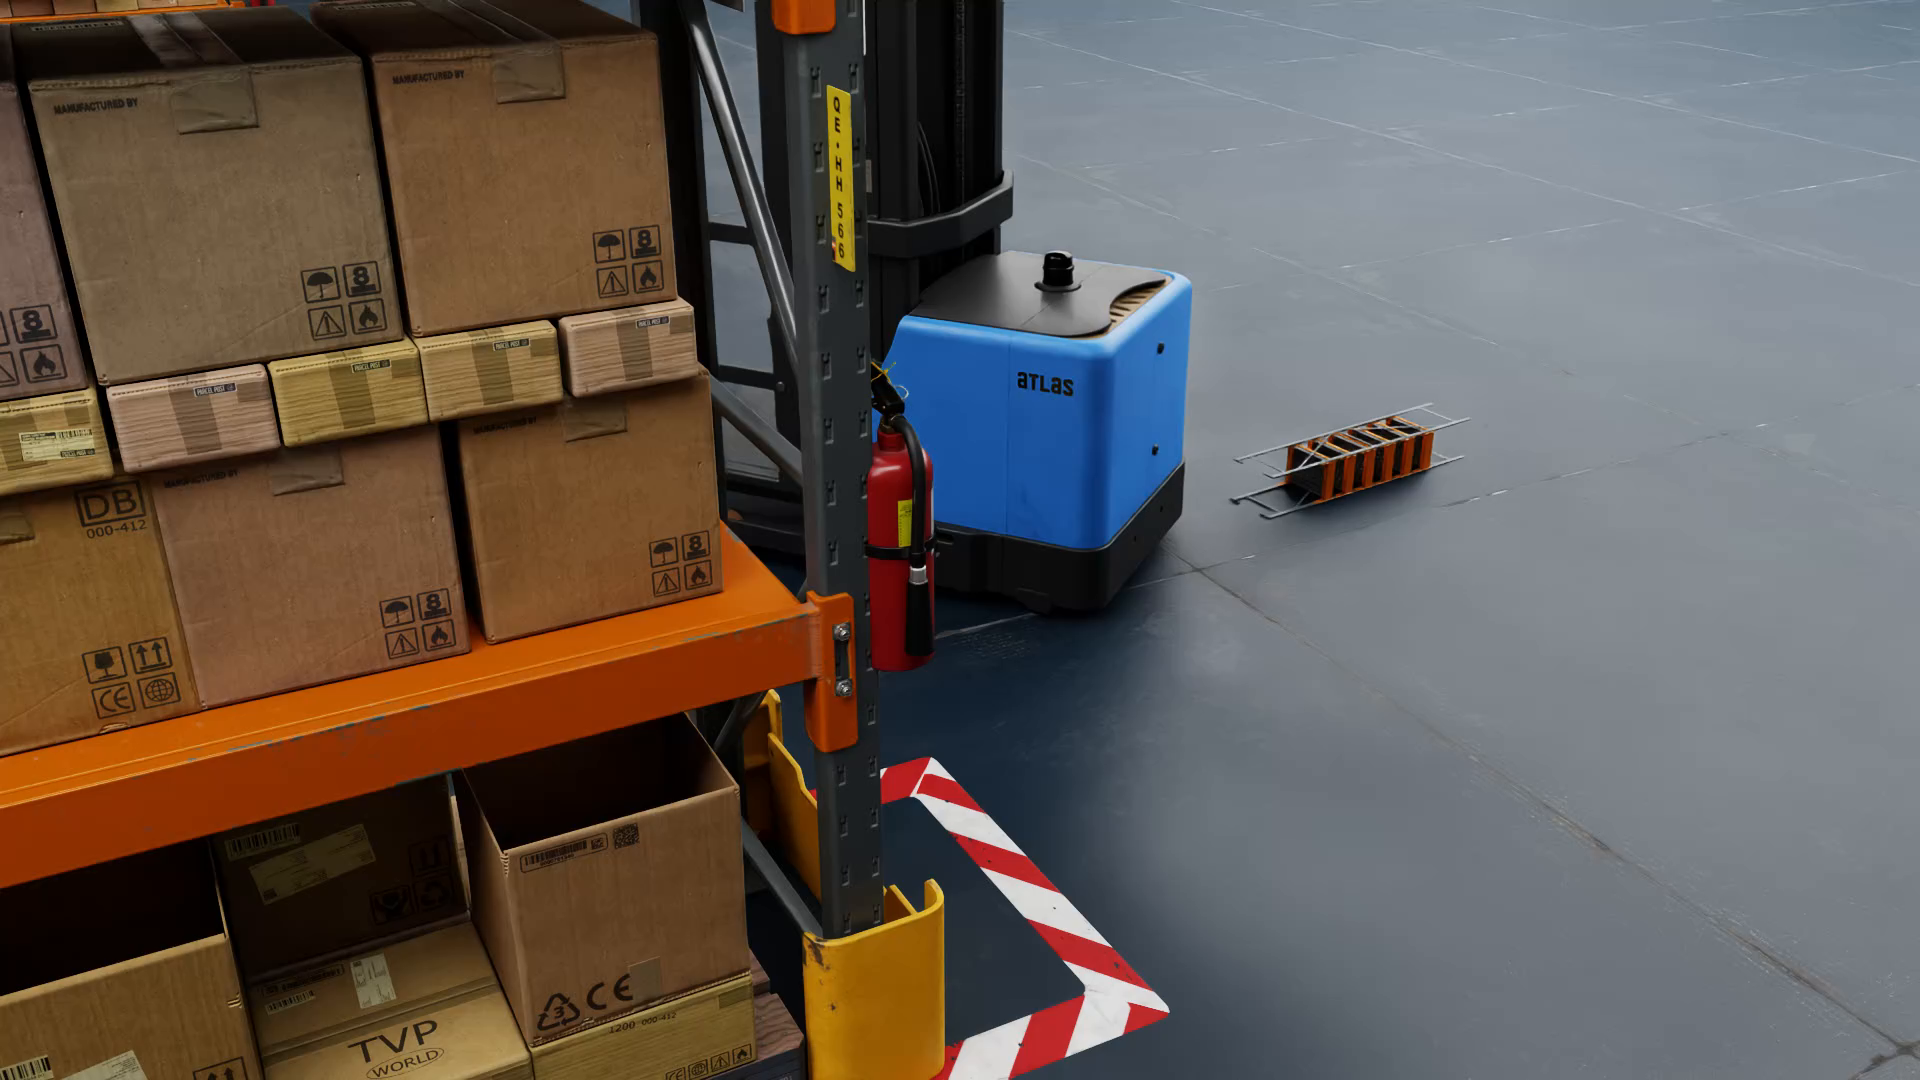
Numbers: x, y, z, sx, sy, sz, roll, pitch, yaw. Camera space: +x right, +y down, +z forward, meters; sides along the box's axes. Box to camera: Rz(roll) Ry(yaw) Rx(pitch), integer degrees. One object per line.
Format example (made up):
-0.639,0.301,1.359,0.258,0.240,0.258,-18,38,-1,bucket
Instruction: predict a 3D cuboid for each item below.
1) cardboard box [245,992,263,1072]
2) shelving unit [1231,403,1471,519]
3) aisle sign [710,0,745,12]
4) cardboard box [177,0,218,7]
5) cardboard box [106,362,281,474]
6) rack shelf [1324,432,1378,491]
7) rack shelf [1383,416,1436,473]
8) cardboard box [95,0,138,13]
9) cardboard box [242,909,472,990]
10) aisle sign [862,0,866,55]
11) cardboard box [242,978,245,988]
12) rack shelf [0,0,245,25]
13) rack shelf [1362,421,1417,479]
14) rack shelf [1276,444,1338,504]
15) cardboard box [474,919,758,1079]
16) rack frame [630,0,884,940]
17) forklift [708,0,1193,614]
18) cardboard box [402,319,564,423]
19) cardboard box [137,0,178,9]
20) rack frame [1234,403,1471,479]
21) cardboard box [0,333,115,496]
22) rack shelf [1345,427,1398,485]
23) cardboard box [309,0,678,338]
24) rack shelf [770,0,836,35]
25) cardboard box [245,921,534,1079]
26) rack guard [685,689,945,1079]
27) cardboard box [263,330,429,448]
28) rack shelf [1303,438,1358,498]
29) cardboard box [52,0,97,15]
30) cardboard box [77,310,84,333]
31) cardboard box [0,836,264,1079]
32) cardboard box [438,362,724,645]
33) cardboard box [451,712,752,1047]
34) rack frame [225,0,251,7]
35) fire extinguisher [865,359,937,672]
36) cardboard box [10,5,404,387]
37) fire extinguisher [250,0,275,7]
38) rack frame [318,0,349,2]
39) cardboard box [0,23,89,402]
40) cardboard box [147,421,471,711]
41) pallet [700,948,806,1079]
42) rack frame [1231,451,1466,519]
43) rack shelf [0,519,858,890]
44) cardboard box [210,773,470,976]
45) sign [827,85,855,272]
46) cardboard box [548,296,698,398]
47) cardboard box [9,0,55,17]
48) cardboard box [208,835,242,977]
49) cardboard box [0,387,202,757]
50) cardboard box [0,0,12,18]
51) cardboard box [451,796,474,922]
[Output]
-1.672,1.239,3.395,0.500,0.250,0.500,-13,29,-25,cardboard box
1.722,-0.358,7.272,1.200,0.189,0.258,-16,30,-30,shelving unit
-0.548,-1.544,3.498,0.004,0.787,0.394,-13,29,-25,aisle sign
-5.275,-3.776,11.440,0.250,0.149,0.380,-13,29,-25,cardboard box
-1.389,-0.273,2.987,0.250,0.149,0.380,-13,28,-24,cardboard box
1.685,-0.347,7.250,0.103,0.180,0.258,-16,30,-30,rack shelf
1.985,-0.434,7.430,0.103,0.180,0.258,-16,30,-30,rack shelf
-5.692,-3.655,11.187,0.250,0.149,0.380,-13,29,-25,cardboard box
-1.480,0.936,4.028,0.500,0.250,0.500,-13,29,-25,cardboard box
-0.266,-1.315,3.020,0.004,0.787,0.394,-13,29,-25,aisle sign
-1.921,1.037,3.816,0.500,0.250,0.500,-13,29,-25,cardboard box
-6.885,-3.295,10.978,4.000,0.370,1.077,-13,29,-25,rack shelf
1.885,-0.405,7.370,0.103,0.180,0.258,-16,30,-30,rack shelf
1.485,-0.290,7.130,0.103,0.180,0.258,-16,30,-30,rack shelf
-0.796,1.030,3.831,0.500,0.250,0.500,-13,29,-25,cardboard box
-0.462,-0.242,3.789,0.127,3.000,1.000,-13,29,-25,rack frame
-0.647,-1.469,6.424,3.031,2.935,1.130,12,28,23,forklift
-0.940,-0.375,3.201,0.250,0.149,0.380,-12,28,-24,cardboard box
-5.496,-3.725,11.334,0.250,0.149,0.380,-13,29,-25,cardboard box
1.722,-0.441,7.233,1.200,0.006,0.240,-16,30,-30,rack frame
-1.620,-0.219,2.876,0.250,0.149,0.380,-12,28,-24,cardboard box
1.785,-0.376,7.310,0.103,0.180,0.258,-16,30,-30,rack shelf
-0.927,-0.771,3.276,0.500,0.500,0.700,-13,29,-25,cardboard box
-2.227,-0.863,2.447,4.000,0.370,1.077,-13,29,-25,rack shelf
-1.232,1.136,3.609,0.500,0.250,0.500,-13,29,-25,cardboard box
-0.441,0.880,4.340,0.348,0.500,1.175,-13,29,-25,rack guard
-1.166,-0.323,3.092,0.250,0.149,0.380,-13,29,-26,cardboard box
1.585,-0.319,7.190,0.103,0.180,0.258,-16,30,-30,rack shelf
-5.920,-3.610,11.093,0.250,0.149,0.380,-13,29,-25,cardboard box
-1.820,-0.371,3.192,0.250,0.149,0.380,-14,29,-27,cardboard box
-1.671,0.902,3.231,0.500,0.500,0.500,-13,29,-25,cardboard box
-0.880,-0.197,3.579,0.500,0.500,0.700,-13,29,-25,cardboard box
-0.795,0.693,3.667,0.500,0.500,0.500,-13,29,-25,cardboard box
-5.121,-4.026,11.670,0.127,3.000,1.000,-13,29,-25,rack frame
-0.139,-0.054,3.486,0.183,0.674,0.296,-13,29,-25,fire extinguisher
-1.388,-0.662,3.049,0.500,0.500,0.700,-14,29,-26,cardboard box
-4.803,-3.839,11.369,0.183,0.674,0.296,-13,29,-25,fire extinguisher
-2.790,-2.135,7.730,0.127,3.000,1.000,-13,29,-25,rack frame
-1.833,-0.559,2.834,0.500,0.500,0.700,-13,28,-25,cardboard box
-1.341,-0.088,3.353,0.500,0.500,0.700,-12,28,-24,cardboard box
-1.117,1.187,4.035,1.213,0.211,1.003,-13,29,-25,pallet
1.722,-0.276,7.312,1.200,0.006,0.240,-16,30,-30,rack frame
-2.227,0.489,3.096,4.000,0.370,1.077,-13,29,-25,rack shelf
-1.480,0.597,3.867,0.500,0.500,0.500,-13,29,-25,cardboard box
-0.219,-0.661,3.049,0.005,0.325,0.100,-13,29,-25,sign
-0.710,-0.429,3.313,0.250,0.149,0.380,-14,29,-26,cardboard box
-6.160,-3.575,11.020,0.250,0.149,0.380,-13,29,-25,cardboard box
-1.916,0.704,3.644,0.500,0.500,0.500,-13,29,-25,cardboard box
-1.782,0.011,3.147,0.500,0.500,0.700,-13,28,-25,cardboard box
-6.370,-3.515,10.896,0.250,0.149,0.380,-13,29,-25,cardboard box
-1.040,0.832,4.243,0.500,0.250,0.500,-13,29,-25,cardboard box
